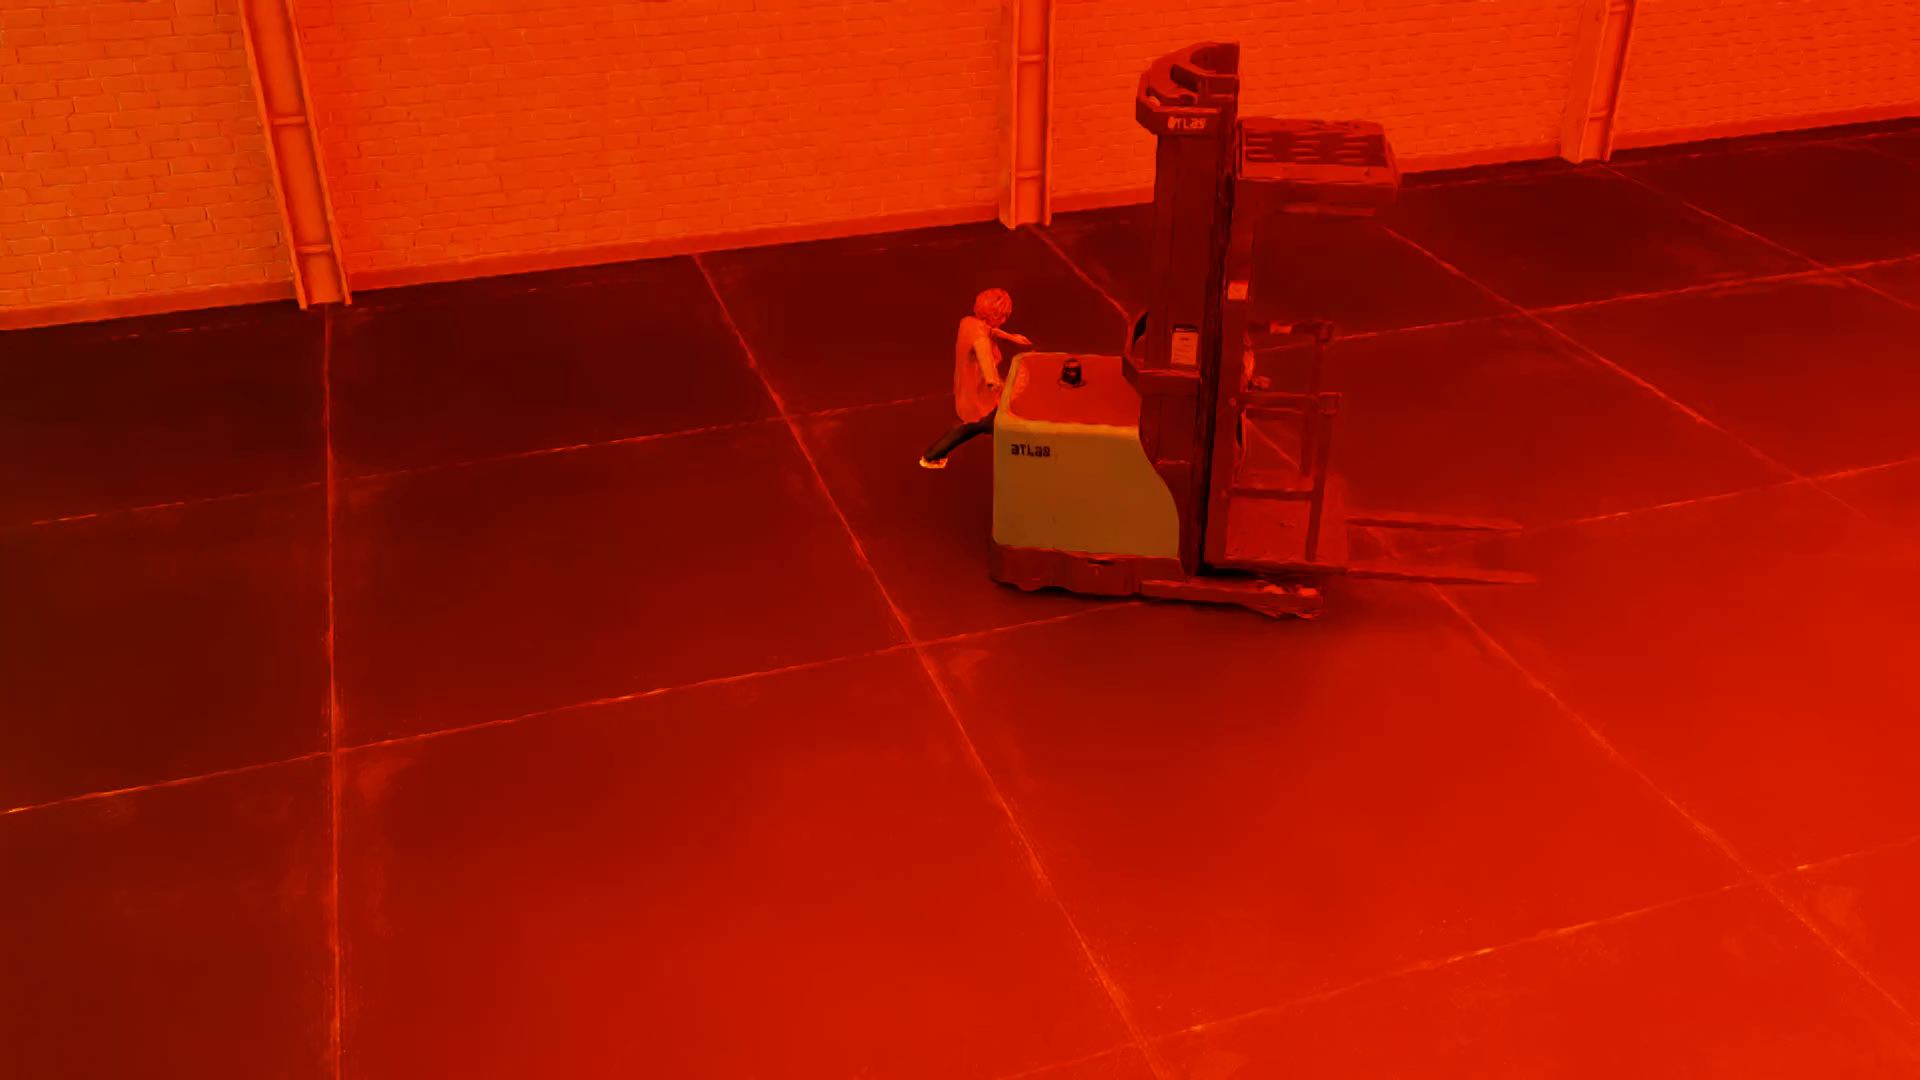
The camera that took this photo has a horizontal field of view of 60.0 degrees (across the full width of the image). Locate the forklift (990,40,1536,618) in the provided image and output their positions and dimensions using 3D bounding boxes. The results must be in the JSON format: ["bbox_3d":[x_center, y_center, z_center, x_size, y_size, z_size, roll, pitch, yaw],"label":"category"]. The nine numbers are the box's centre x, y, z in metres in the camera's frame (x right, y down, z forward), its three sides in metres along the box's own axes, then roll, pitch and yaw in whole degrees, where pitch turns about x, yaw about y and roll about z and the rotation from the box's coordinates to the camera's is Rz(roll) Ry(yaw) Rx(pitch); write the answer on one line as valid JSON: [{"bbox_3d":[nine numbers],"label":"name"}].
[{"bbox_3d":[1.731,-1.119,9.032,3.031,2.935,1.130,4,30,7],"label":"forklift"}]

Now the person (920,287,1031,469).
[{"bbox_3d":[0.237,-0.887,10.156,0.869,1.411,1.085,-5,30,-9],"label":"person"}]
